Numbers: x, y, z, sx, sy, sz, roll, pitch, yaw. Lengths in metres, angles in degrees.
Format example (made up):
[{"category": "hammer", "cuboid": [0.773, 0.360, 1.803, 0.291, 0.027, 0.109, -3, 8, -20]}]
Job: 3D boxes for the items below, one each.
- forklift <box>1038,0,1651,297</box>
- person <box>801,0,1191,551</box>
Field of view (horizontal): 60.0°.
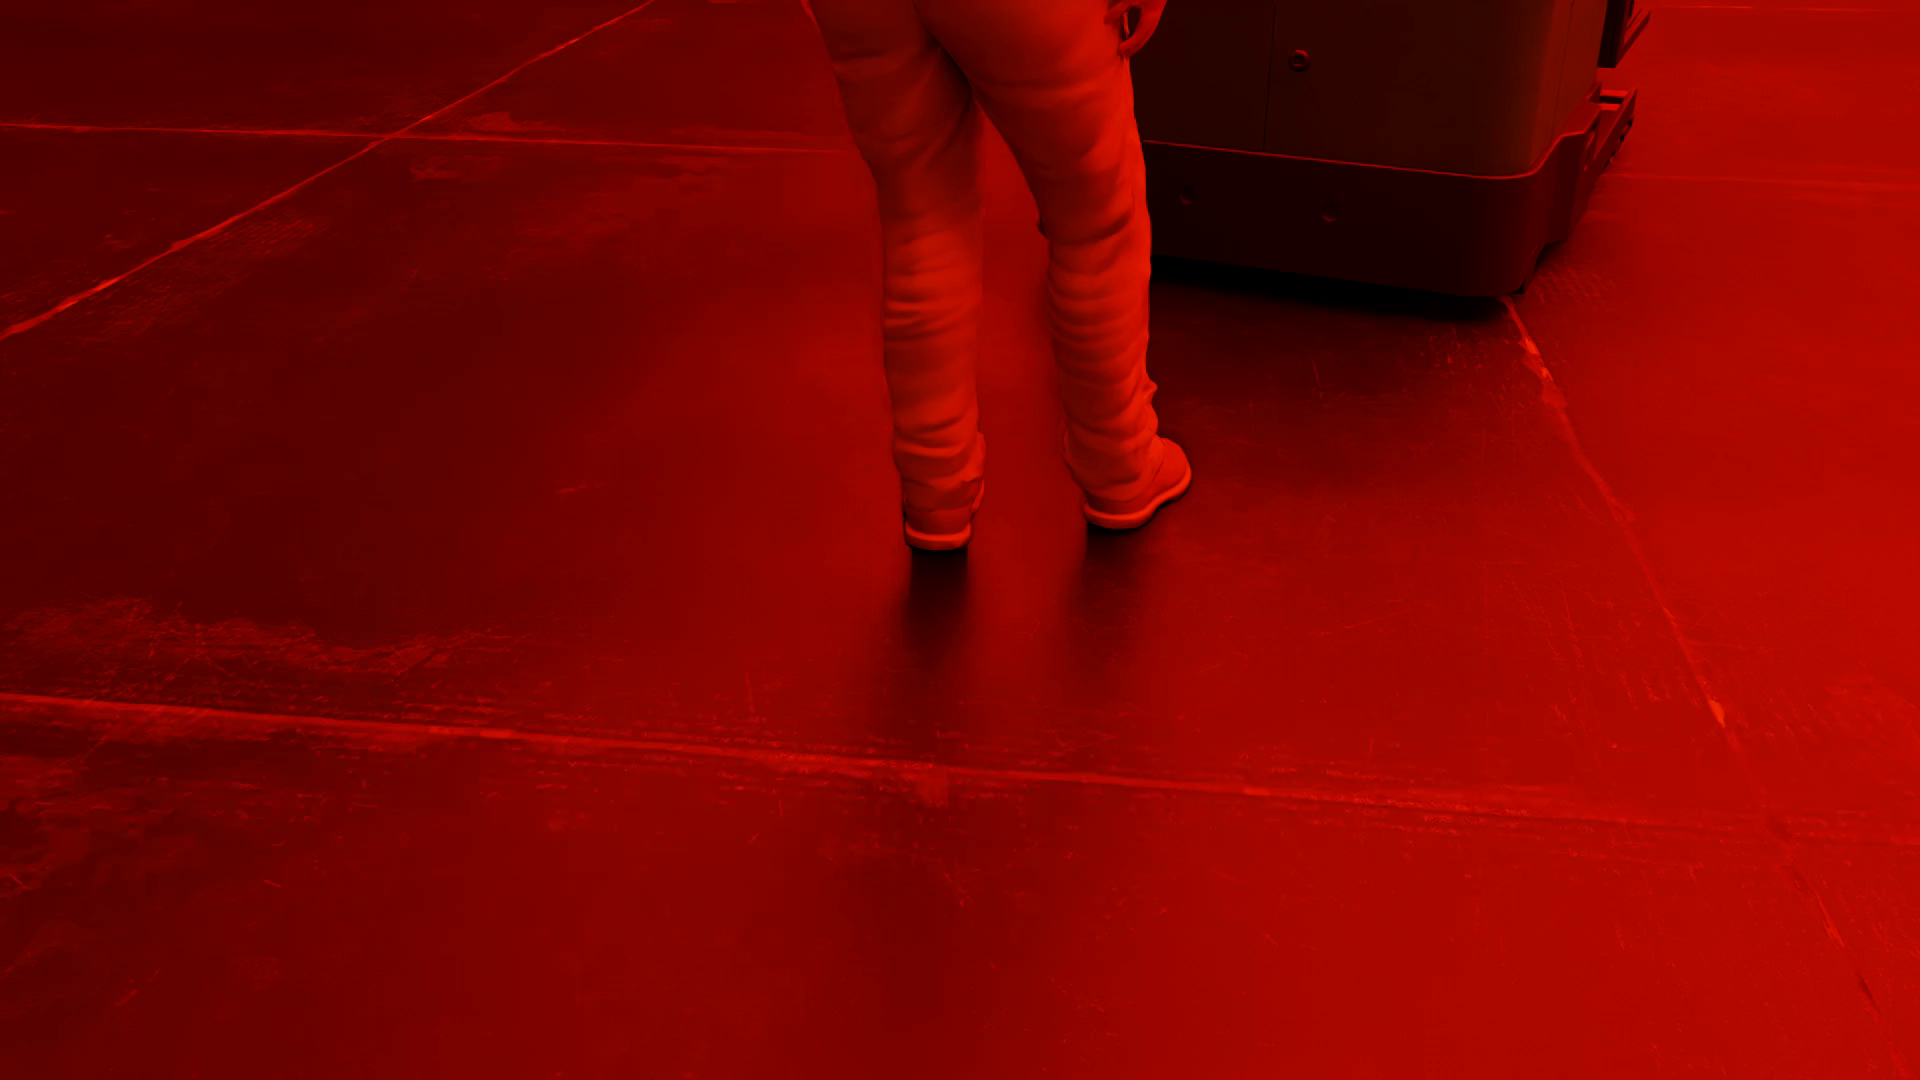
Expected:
[{"category": "forklift", "cuboid": [1.275, -2.424, 4.076, 1.130, 2.935, 3.031, 12, 29, 23]}, {"category": "person", "cuboid": [0.046, -0.793, 2.231, 0.566, 1.669, 0.579, 13, 29, 24]}]
